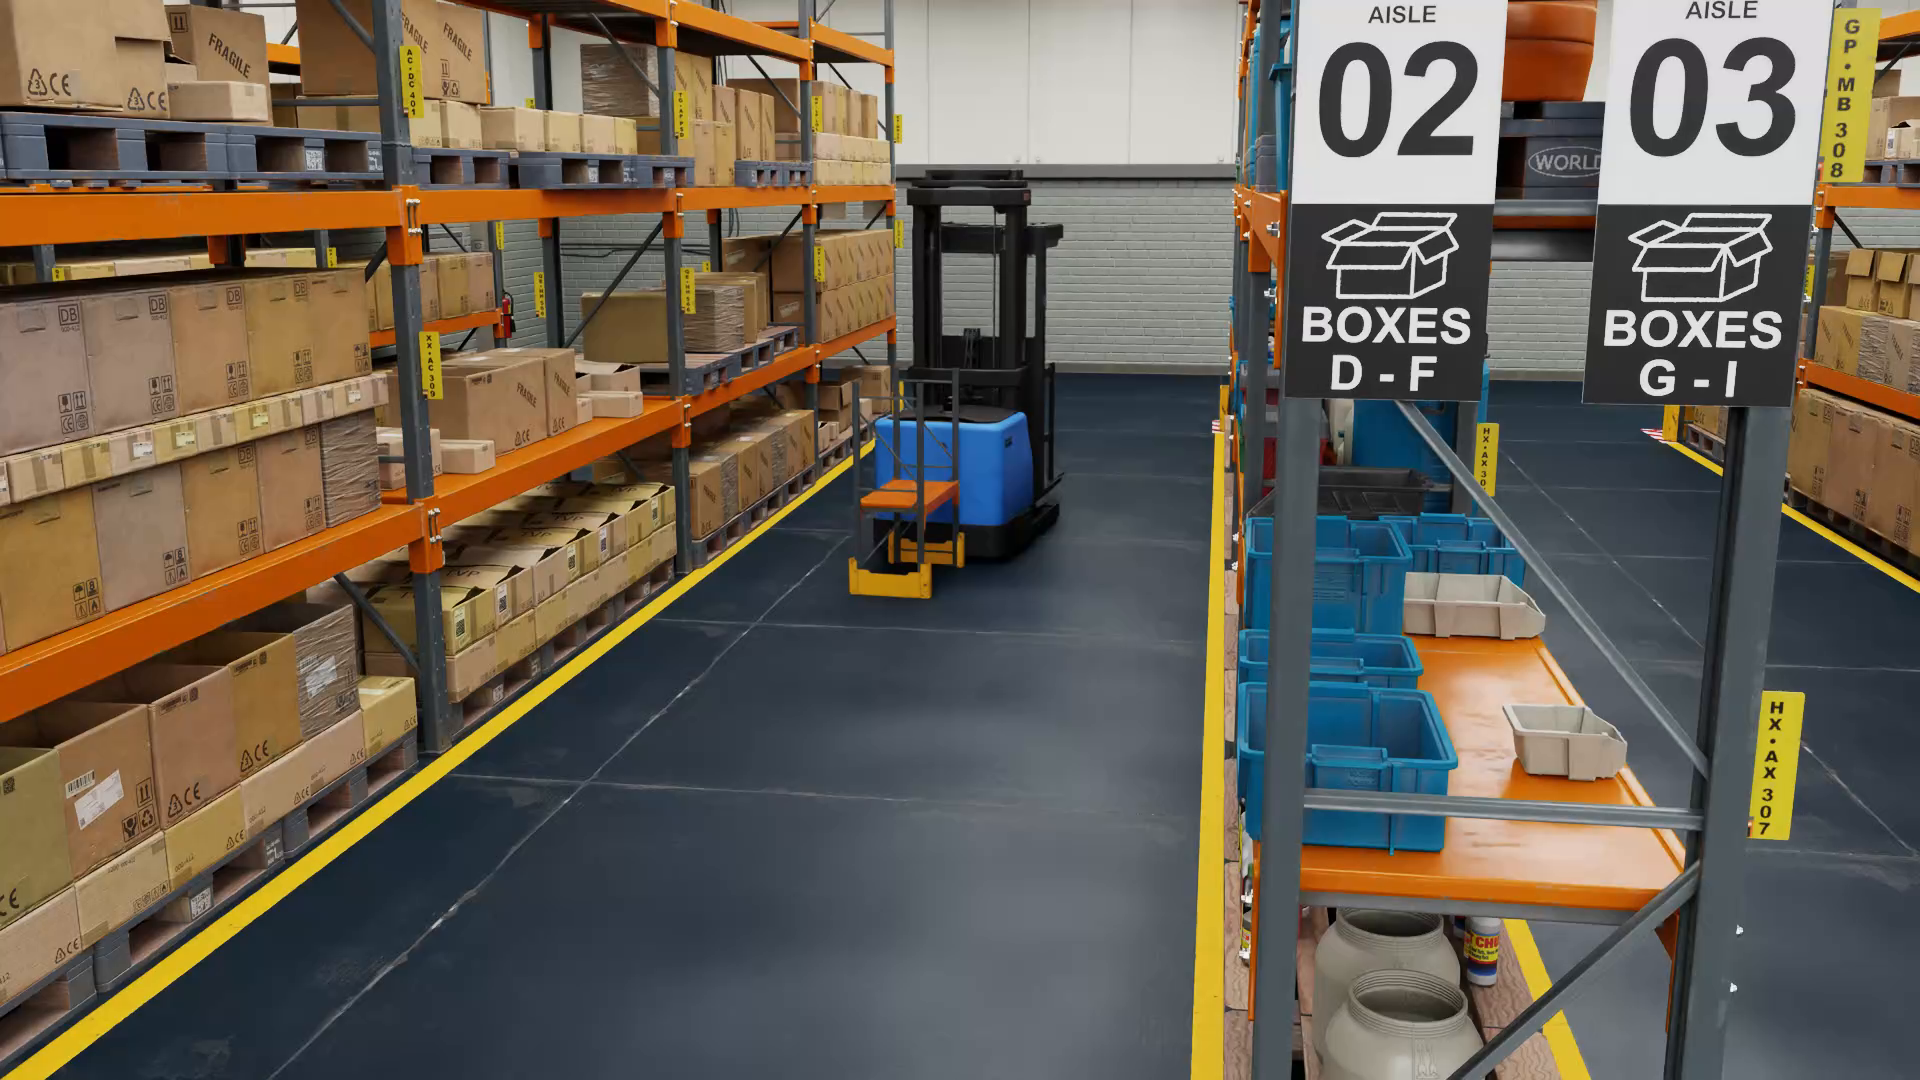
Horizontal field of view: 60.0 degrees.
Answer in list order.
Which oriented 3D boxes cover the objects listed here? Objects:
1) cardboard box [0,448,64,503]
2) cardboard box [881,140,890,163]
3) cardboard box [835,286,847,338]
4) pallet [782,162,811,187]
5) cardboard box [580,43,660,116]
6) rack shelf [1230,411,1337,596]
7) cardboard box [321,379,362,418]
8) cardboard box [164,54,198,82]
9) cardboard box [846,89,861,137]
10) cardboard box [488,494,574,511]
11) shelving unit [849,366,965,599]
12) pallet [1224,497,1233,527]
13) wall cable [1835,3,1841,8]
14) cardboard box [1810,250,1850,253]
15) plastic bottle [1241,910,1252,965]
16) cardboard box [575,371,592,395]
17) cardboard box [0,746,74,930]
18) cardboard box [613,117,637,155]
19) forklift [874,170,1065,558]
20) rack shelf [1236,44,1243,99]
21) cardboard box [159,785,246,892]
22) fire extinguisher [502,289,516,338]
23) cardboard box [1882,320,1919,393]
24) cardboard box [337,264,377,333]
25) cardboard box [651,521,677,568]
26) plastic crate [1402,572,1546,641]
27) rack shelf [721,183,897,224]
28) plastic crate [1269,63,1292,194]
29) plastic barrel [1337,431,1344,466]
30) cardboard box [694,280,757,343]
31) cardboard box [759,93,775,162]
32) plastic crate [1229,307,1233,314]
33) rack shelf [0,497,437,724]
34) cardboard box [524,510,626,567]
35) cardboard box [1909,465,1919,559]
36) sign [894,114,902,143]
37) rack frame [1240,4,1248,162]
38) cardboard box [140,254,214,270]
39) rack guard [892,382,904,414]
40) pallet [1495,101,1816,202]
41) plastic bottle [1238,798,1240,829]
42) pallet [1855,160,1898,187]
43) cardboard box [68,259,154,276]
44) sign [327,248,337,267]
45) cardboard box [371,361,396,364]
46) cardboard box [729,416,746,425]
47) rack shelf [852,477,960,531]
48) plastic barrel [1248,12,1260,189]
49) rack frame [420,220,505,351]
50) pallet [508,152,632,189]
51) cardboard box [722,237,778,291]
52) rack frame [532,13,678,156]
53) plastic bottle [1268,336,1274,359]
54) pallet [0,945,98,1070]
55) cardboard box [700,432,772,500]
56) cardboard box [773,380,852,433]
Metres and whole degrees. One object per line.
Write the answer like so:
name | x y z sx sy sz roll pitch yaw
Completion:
cardboard box | -3.295 -0.224 5.636 0.380 0.149 0.250 1 12 7
cardboard box | -1.092 -4.421 18.938 0.500 0.250 0.500 2 12 9
cardboard box | -1.457 -2.319 16.898 0.500 0.500 0.500 2 12 10
pallet | -2.050 -3.307 15.046 1.213 0.211 1.003 2 12 9
cardboard box | -2.422 -3.328 12.087 0.500 0.500 0.500 2 12 9
rack shelf | 2.091 -0.304 9.494 1.077 0.370 4.000 2 12 9
cardboard box | -2.981 -0.652 7.622 0.380 0.149 0.250 2 12 7
cardboard box | -3.532 -1.889 6.900 0.500 0.311 0.500 1 12 6
cardboard box | -1.459 -4.587 17.926 0.700 0.500 0.500 2 12 9
cardboard box | -2.939 -0.160 11.314 0.500 0.311 0.500 2 12 7
shelving unit | -0.372 -0.446 12.002 0.587 1.500 1.083 3 13 13
pallet | 2.669 -0.128 13.586 1.003 0.211 1.213 2 12 9
wall cable | 12.798 -8.148 22.305 2.277 5.999 0.120 2 12 9
cardboard box | 8.393 -2.485 15.776 0.500 0.500 0.500 1 12 7
plastic bottle | 1.017 1.349 5.711 0.097 0.201 0.097 0 12 0
cardboard box | -2.824 -1.010 11.273 0.500 0.311 0.500 2 12 8
cardboard box | -3.348 0.995 5.505 0.500 0.500 0.500 2 12 9
cardboard box | -2.510 -2.736 11.307 0.500 0.250 0.500 1 12 4
forklift | 0.226 -1.565 13.798 1.130 2.935 3.031 3 13 15
rack shelf | 3.321 -4.707 16.631 1.077 0.370 4.000 2 12 9
cardboard box | -3.191 1.154 6.549 0.500 0.250 0.500 2 12 9
fire extinguisher | -5.681 -2.855 20.690 0.296 0.674 0.183 2 12 9
cardboard box | 7.362 -1.389 12.583 0.500 0.500 0.500 2 12 10
cardboard box | -6.676 -2.485 17.193 0.980 0.700 0.700 2 12 10
cardboard box | -2.335 0.023 11.799 0.500 0.250 0.500 2 12 10
plastic crate | 1.784 0.235 5.907 0.530 0.136 0.437 2 12 9
rack shelf | -1.573 -3.597 17.653 1.077 0.370 4.000 2 12 9
plastic crate | 1.164 -1.272 5.195 0.392 0.384 0.575 2 12 9
plastic barrel | 2.138 -0.443 8.756 0.301 0.262 0.301 0 12 0
cardboard box | -2.091 -1.951 14.191 0.700 0.500 0.500 -1 12 -6
cardboard box | -2.030 -3.733 15.105 0.600 0.600 0.600 1 12 3
plastic crate | 3.017 -2.308 17.338 0.416 0.233 0.300 2 12 9
rack shelf | -3.418 0.367 6.378 1.077 0.370 4.000 2 12 9
cardboard box | -2.487 -0.039 10.751 0.500 0.311 0.500 2 12 8
cardboard box | 7.419 -0.222 11.448 1.225 0.875 0.875 1 12 6
sign | -0.720 -4.776 19.313 0.100 0.325 0.005 2 12 9
rack frame | 3.014 -4.838 14.582 1.000 3.000 0.127 2 12 9
cardboard box | -6.839 -2.373 14.613 0.500 0.250 0.500 2 12 7
rack guard | -1.277 -1.661 20.015 1.175 0.500 0.348 2 12 9
pallet | 1.392 -0.950 4.111 1.003 0.211 1.213 2 12 9
plastic bottle | 1.220 1.034 6.819 0.144 0.351 0.185 1 12 6
pallet | 7.815 -2.925 13.280 0.805 0.209 1.217 1 12 6
cardboard box | -6.984 -2.162 13.635 0.500 0.250 0.500 2 12 8
sign | -6.238 -2.738 16.517 0.100 0.325 0.005 2 12 9
cardboard box | -6.580 -1.926 18.708 0.380 0.149 0.250 2 12 8
cardboard box | -2.266 -0.855 15.231 0.500 0.500 0.500 2 12 9
rack shelf | -0.374 -0.268 12.031 0.538 0.185 1.000 3 13 13
plastic barrel | 1.748 -2.200 8.273 0.600 0.901 0.600 0 12 0
rack frame | -6.160 -3.059 20.567 1.000 3.000 0.127 2 12 9
pallet | -2.680 -2.231 10.052 1.003 0.211 1.213 2 12 11
cardboard box | -2.058 -2.718 16.373 0.500 0.500 0.500 2 12 9
rack frame | -2.495 -4.166 11.466 1.000 3.000 0.127 2 12 9
plastic bottle | 2.574 -1.563 13.920 0.152 0.276 0.135 2 12 9
pallet | -3.650 1.634 5.409 1.003 0.211 1.213 2 12 9
cardboard box | -1.911 -0.635 14.207 0.500 0.500 0.500 1 12 7
cardboard box | -1.596 -1.452 17.994 0.797 0.503 0.637 2 12 9
